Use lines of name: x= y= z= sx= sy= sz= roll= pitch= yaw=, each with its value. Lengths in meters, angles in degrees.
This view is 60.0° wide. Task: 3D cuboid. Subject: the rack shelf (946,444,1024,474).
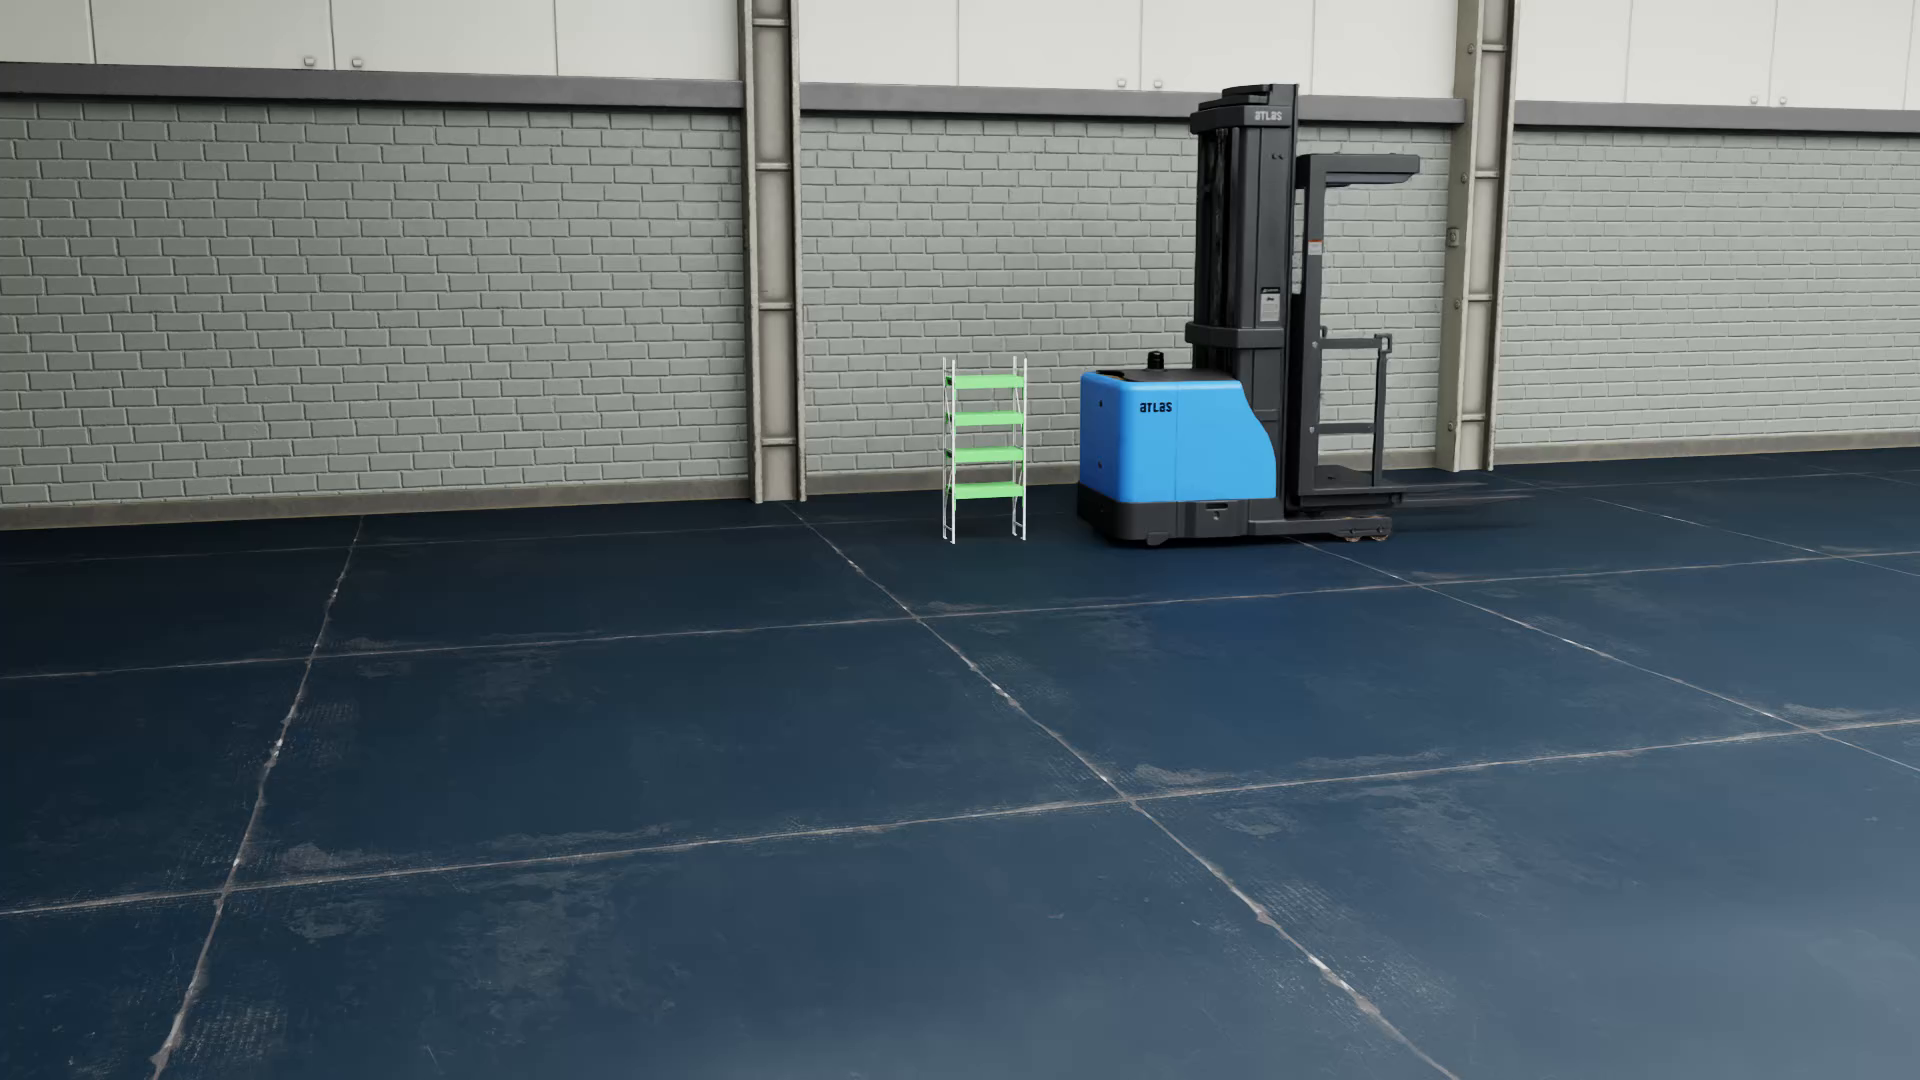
rack shelf: x=0.159 y=-0.536 z=10.995 sx=0.480 sy=0.148 sz=0.258 roll=-3 pitch=11 yaw=-16

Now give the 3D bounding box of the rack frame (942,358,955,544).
rack frame: x=-0.075 y=-0.586 z=10.916 sx=0.015 sy=1.200 sz=0.240 roll=-3 pitch=11 yaw=-16

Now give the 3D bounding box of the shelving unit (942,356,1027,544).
shelving unit: x=0.159 y=-0.598 z=10.983 sx=0.503 sy=1.200 sz=0.258 roll=-3 pitch=11 yaw=-16

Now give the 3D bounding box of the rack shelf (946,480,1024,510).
rack shelf: x=0.159 y=-0.300 z=11.038 sx=0.480 sy=0.148 sz=0.258 roll=-3 pitch=11 yaw=-16

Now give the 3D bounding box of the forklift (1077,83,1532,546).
forklift: x=2.384 y=-1.519 z=11.203 sx=3.031 sy=2.935 sz=1.130 roll=-2 pitch=11 yaw=-12

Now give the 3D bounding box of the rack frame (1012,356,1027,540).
rack frame: x=0.393 y=-0.611 z=11.050 sx=0.015 sy=1.200 sz=0.240 roll=-3 pitch=11 yaw=-16

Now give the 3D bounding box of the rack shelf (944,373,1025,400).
rack shelf: x=0.159 y=-1.008 z=10.908 sx=0.480 sy=0.148 sz=0.258 roll=-3 pitch=11 yaw=-16

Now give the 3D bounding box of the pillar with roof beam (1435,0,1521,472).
pillar with roof beam: x=5.565 y=-4.295 z=9.524 sx=0.400 sy=9.000 sz=9.100 roll=-3 pitch=11 yaw=-16

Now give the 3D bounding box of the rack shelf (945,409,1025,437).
rack shelf: x=0.159 y=-0.772 z=10.951 sx=0.480 sy=0.148 sz=0.258 roll=-3 pitch=11 yaw=-16

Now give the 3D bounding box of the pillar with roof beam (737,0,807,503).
pillar with roof beam: x=-0.196 y=-3.992 z=7.875 sx=0.400 sy=9.000 sz=9.100 roll=-3 pitch=11 yaw=-16
